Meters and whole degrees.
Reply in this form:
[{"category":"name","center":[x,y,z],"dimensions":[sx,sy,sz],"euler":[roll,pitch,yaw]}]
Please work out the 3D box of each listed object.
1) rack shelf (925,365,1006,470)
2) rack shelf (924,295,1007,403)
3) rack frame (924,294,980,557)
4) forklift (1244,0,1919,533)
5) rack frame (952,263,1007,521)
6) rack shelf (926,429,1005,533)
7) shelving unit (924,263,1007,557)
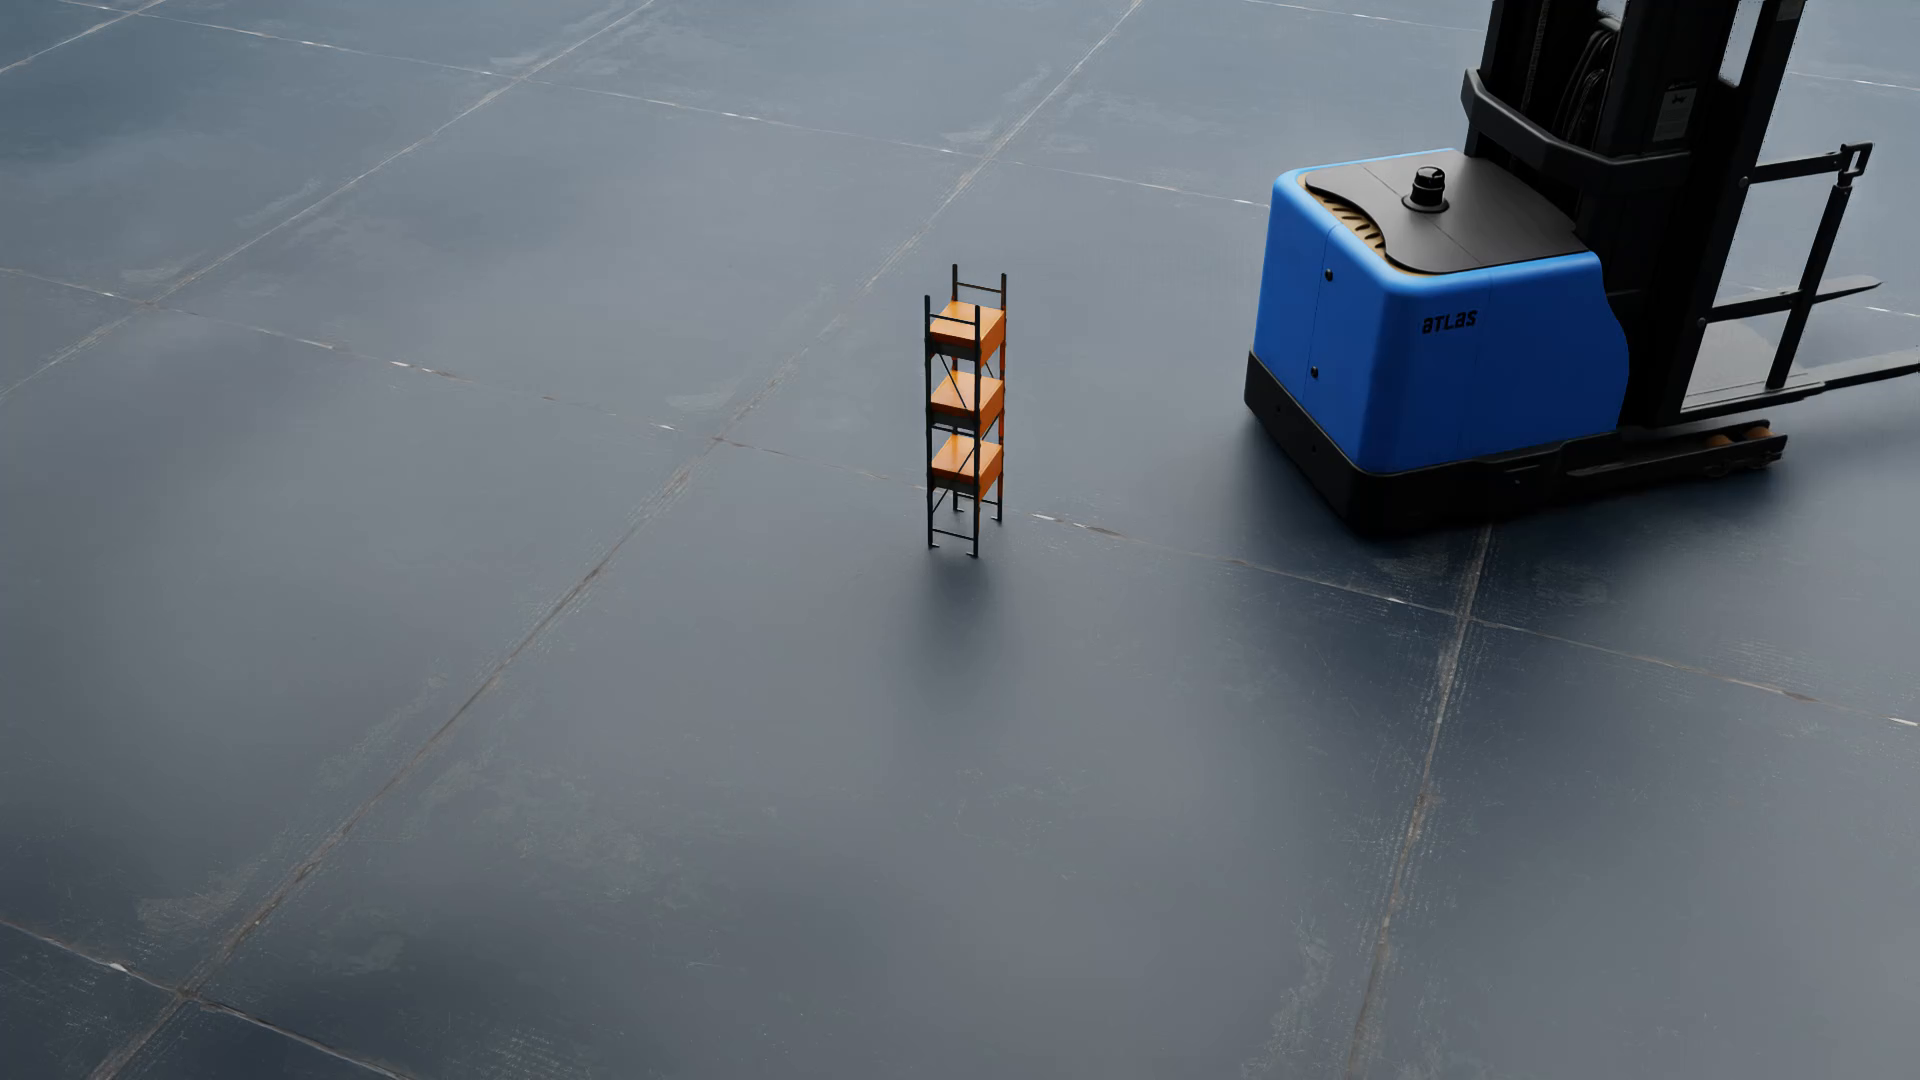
[{"category":"rack shelf","center":[0.020,-0.442,5.982],"dimensions":[0.215,0.259,0.240],"euler":[14,39,18]},{"category":"rack shelf","center":[0.020,-0.669,5.812],"dimensions":[0.215,0.259,0.240],"euler":[14,39,18]},{"category":"rack frame","center":[-0.026,-0.383,5.885],"dimensions":[0.200,1.050,0.008],"euler":[14,39,18]},{"category":"forklift","center":[2.754,-1.713,6.093],"dimensions":[3.031,2.935,1.130],"euler":[-11,38,-14]},{"category":"rack frame","center":[0.067,-0.518,6.066],"dimensions":[0.200,1.050,0.008],"euler":[14,39,18]},{"category":"rack shelf","center":[0.020,-0.219,6.148],"dimensions":[0.215,0.259,0.240],"euler":[14,39,18]},{"category":"shelving unit","center":[0.020,-0.450,5.975],"dimensions":[0.215,1.050,0.252],"euler":[14,39,18]}]
